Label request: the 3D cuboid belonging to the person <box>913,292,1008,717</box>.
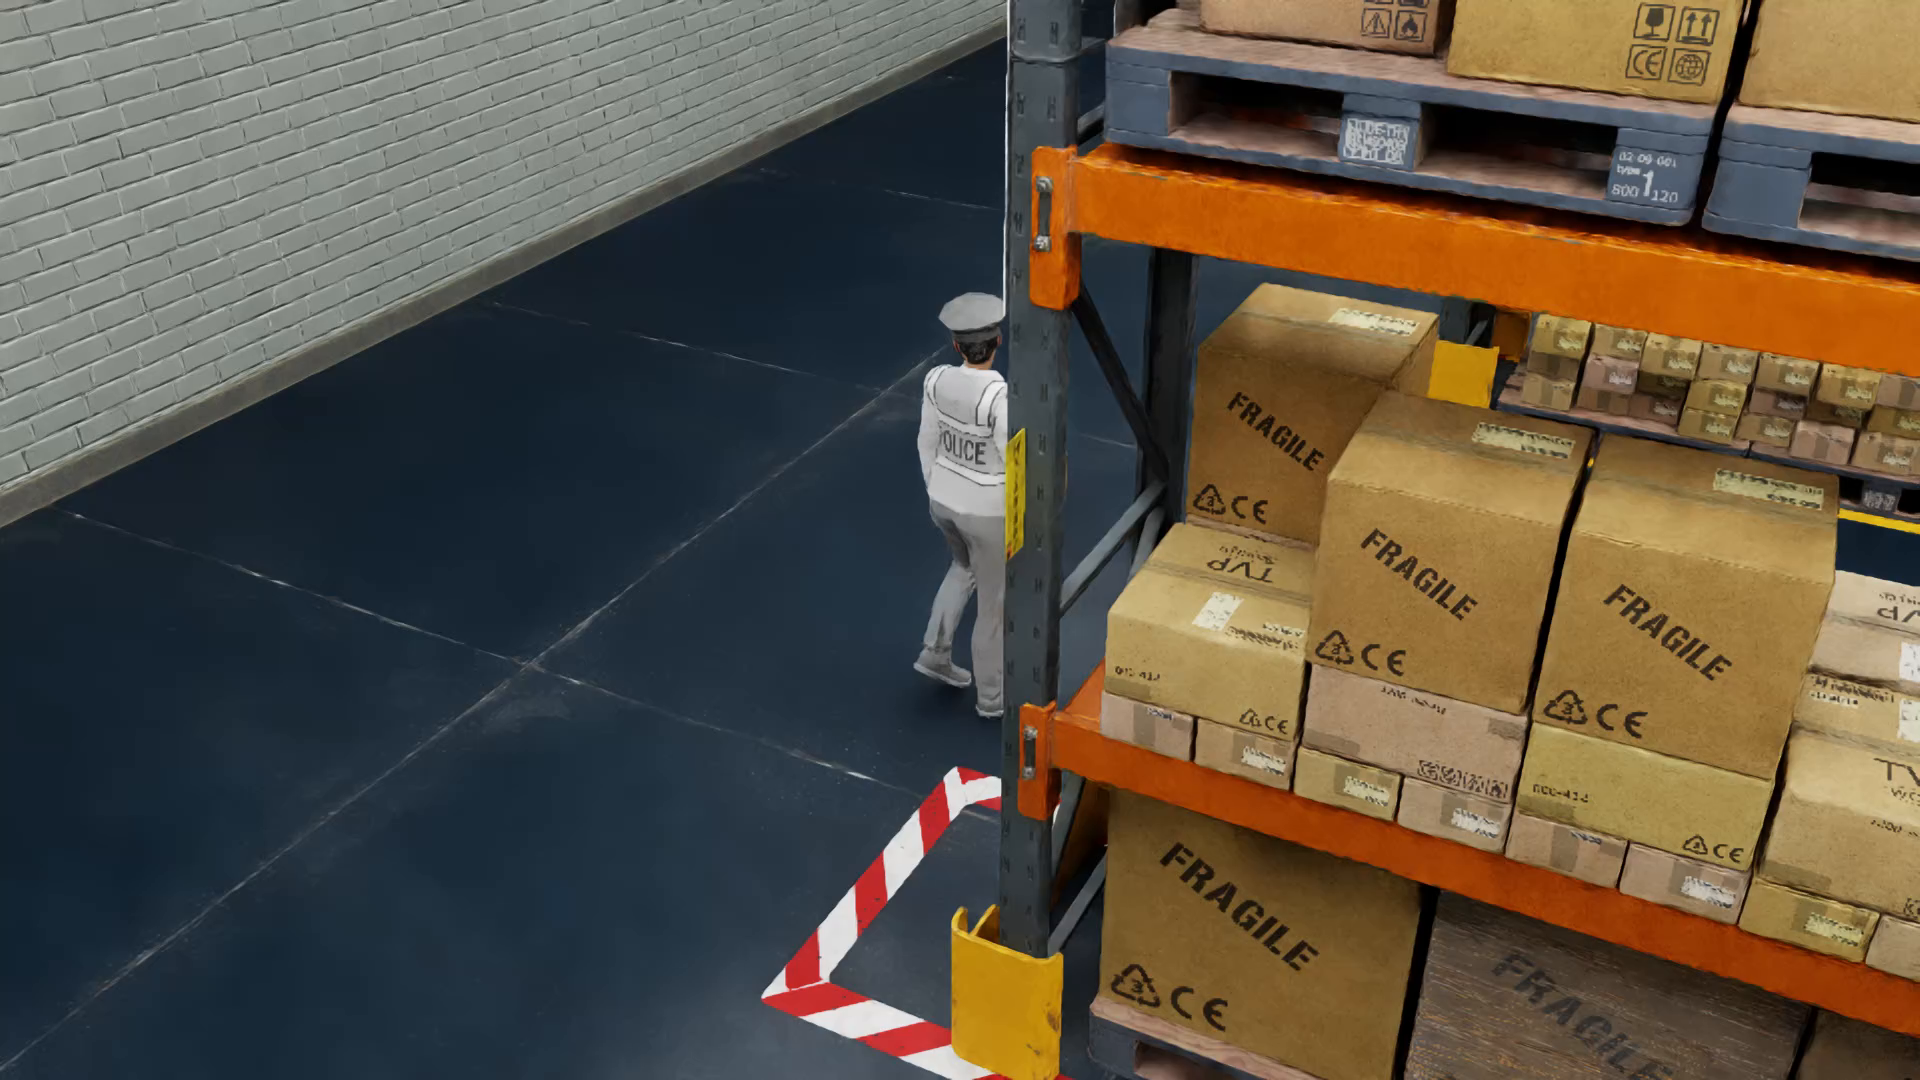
[{"bbox_3d":[0.056,-0.096,6.260,0.387,1.663,0.535,-25,38,-36],"label":"person"}]
